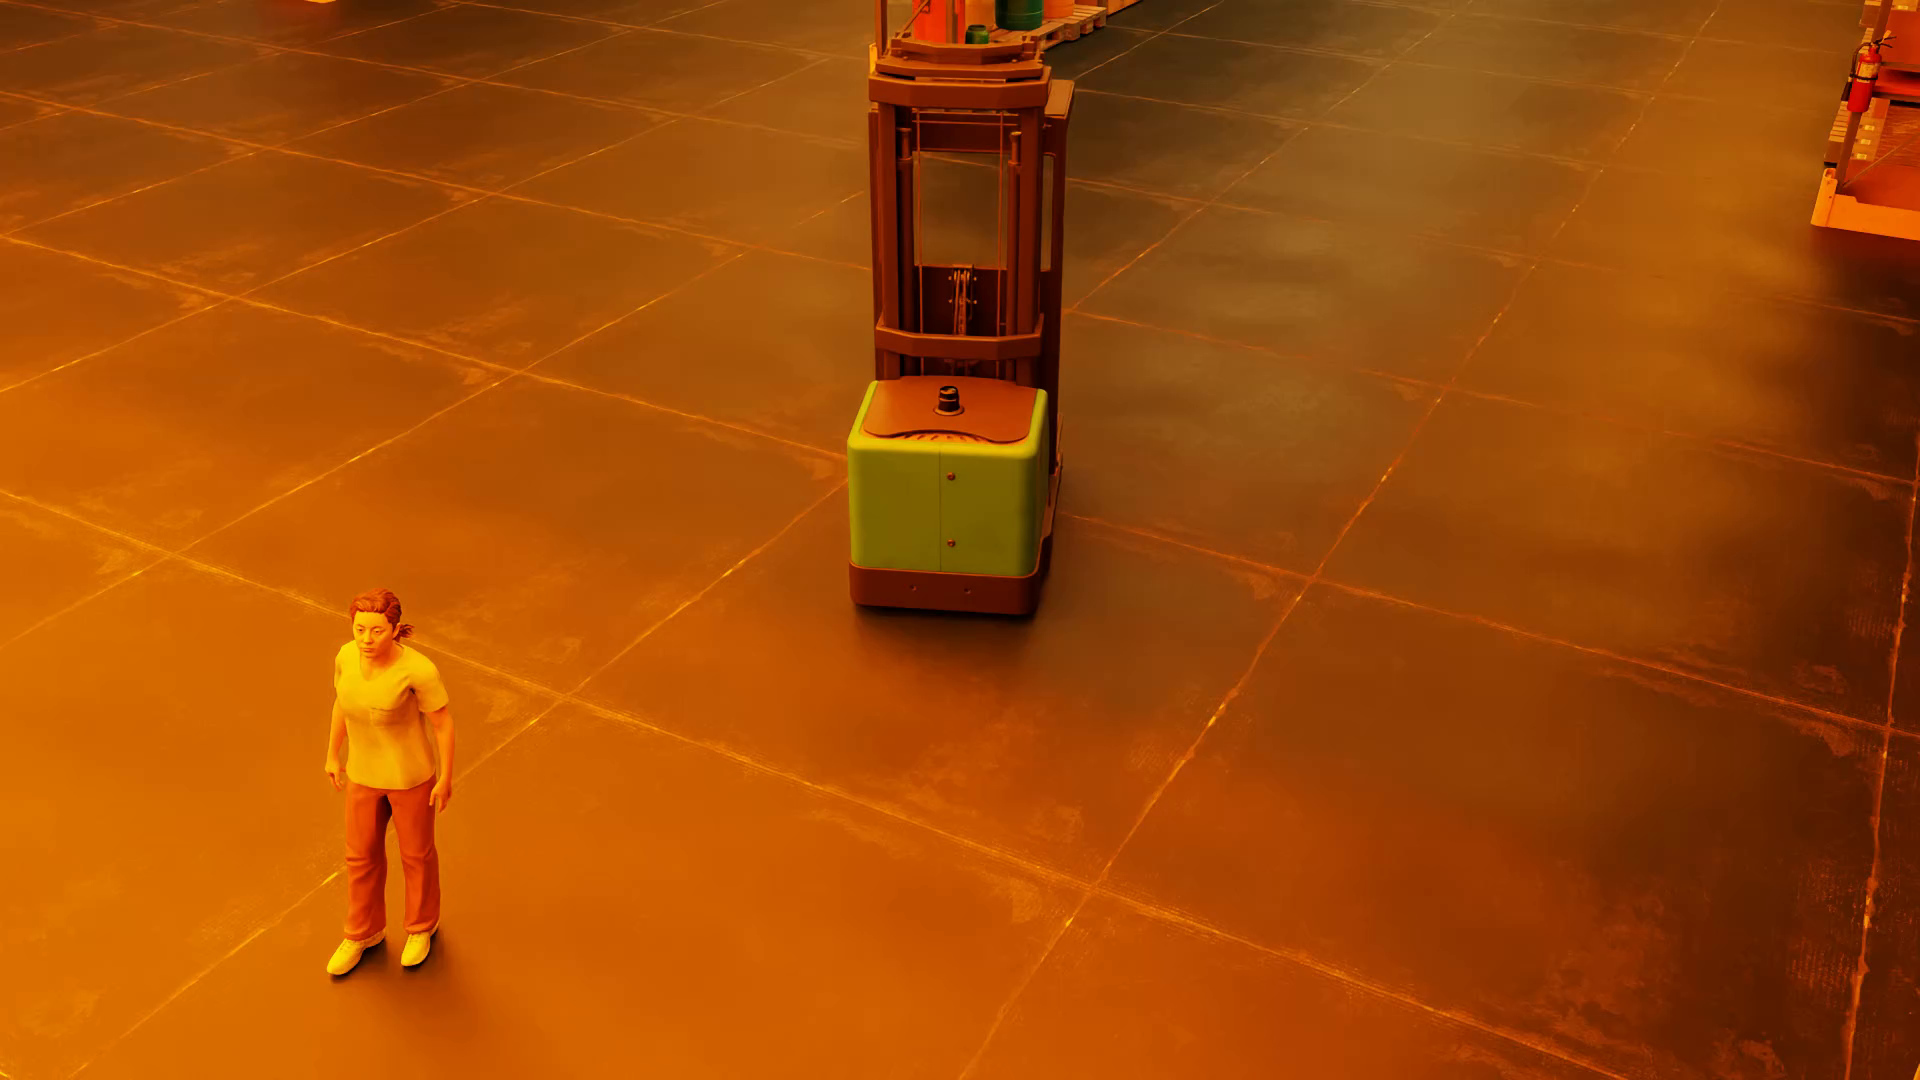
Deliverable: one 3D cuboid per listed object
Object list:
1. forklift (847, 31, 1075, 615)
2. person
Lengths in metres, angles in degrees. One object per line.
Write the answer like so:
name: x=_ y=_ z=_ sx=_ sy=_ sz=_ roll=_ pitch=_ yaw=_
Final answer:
forklift: x=0.072 y=-1.572 z=9.794 sx=1.130 sy=2.935 sz=3.031 roll=3 pitch=30 yaw=6
person: x=-2.300 y=0.976 z=6.621 sx=0.553 sy=1.674 sz=0.548 roll=6 pitch=31 yaw=11
